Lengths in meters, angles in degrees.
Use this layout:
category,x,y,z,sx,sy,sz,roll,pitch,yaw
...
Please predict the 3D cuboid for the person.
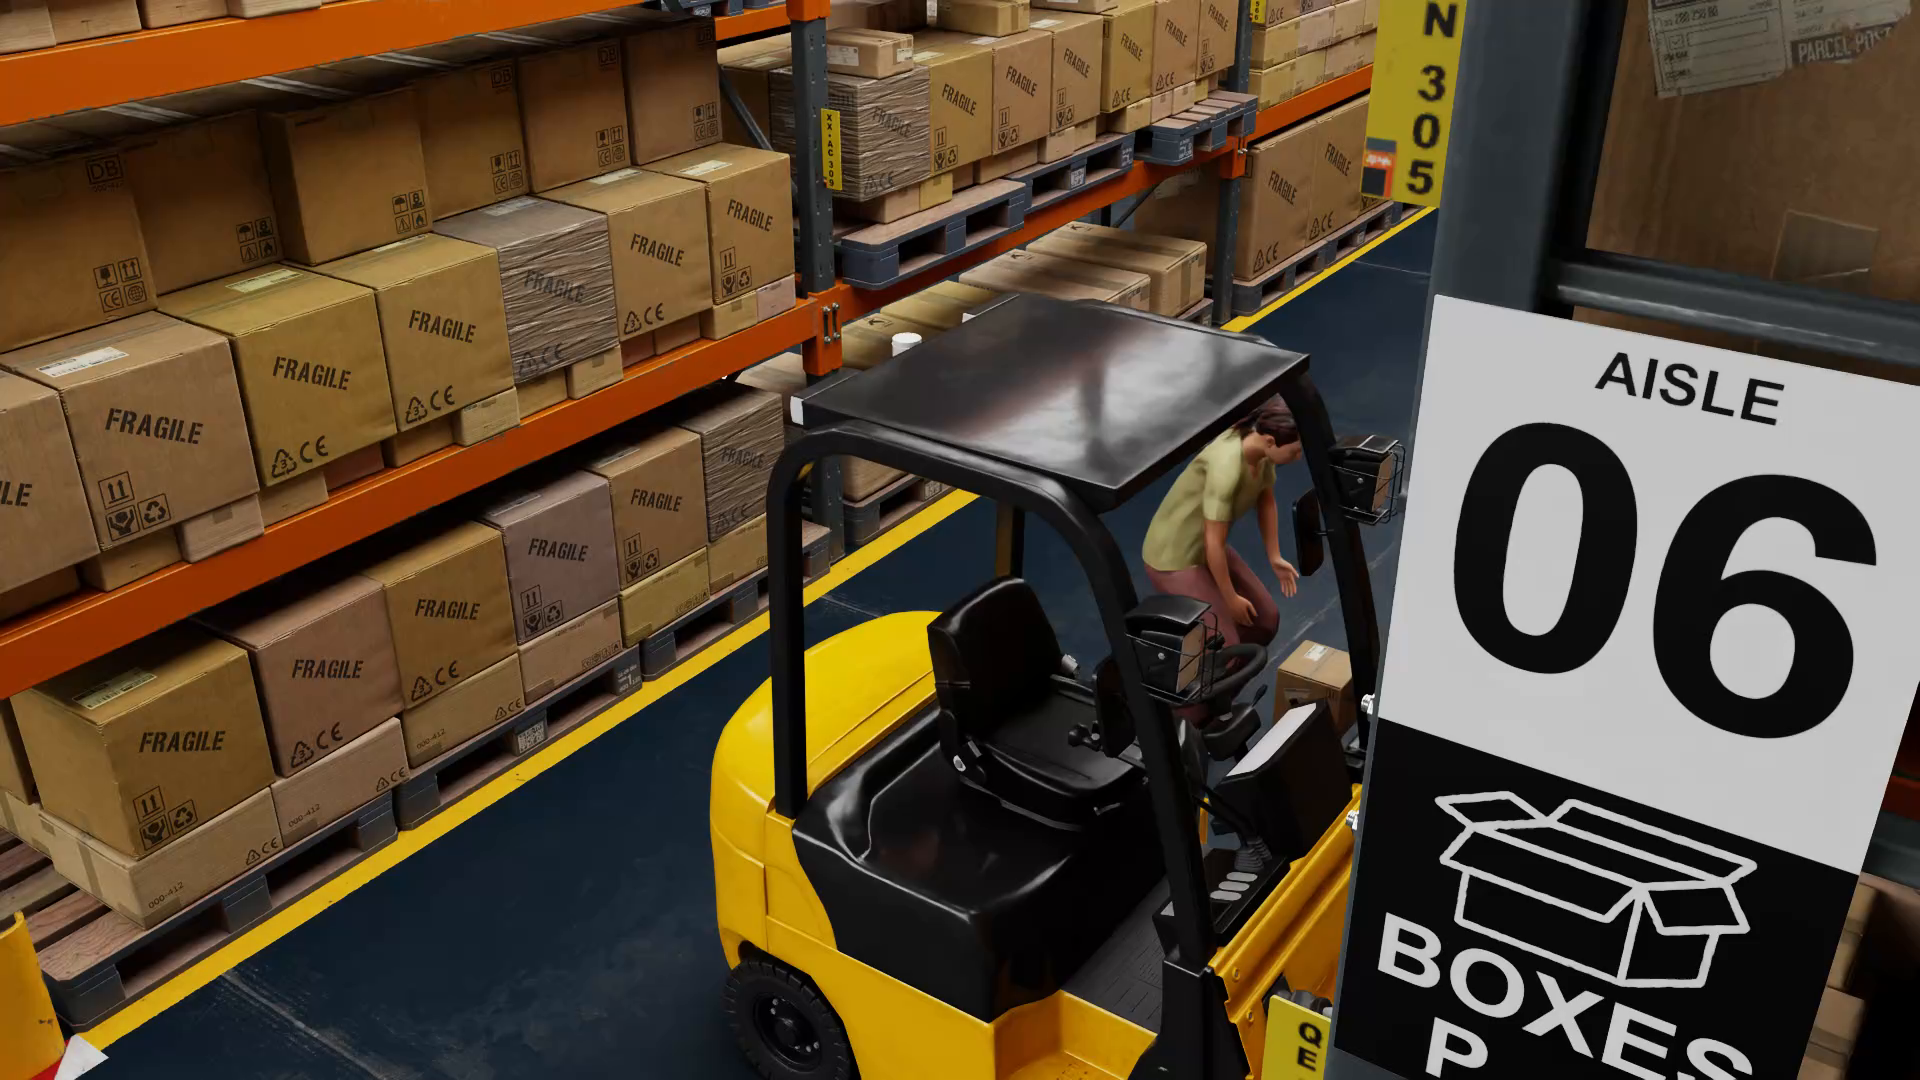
category,x,y,z,sx,sy,sz,roll,pitch,yaw
person,0.992,0.095,6.195,0.595,1.444,0.507,18,32,31
